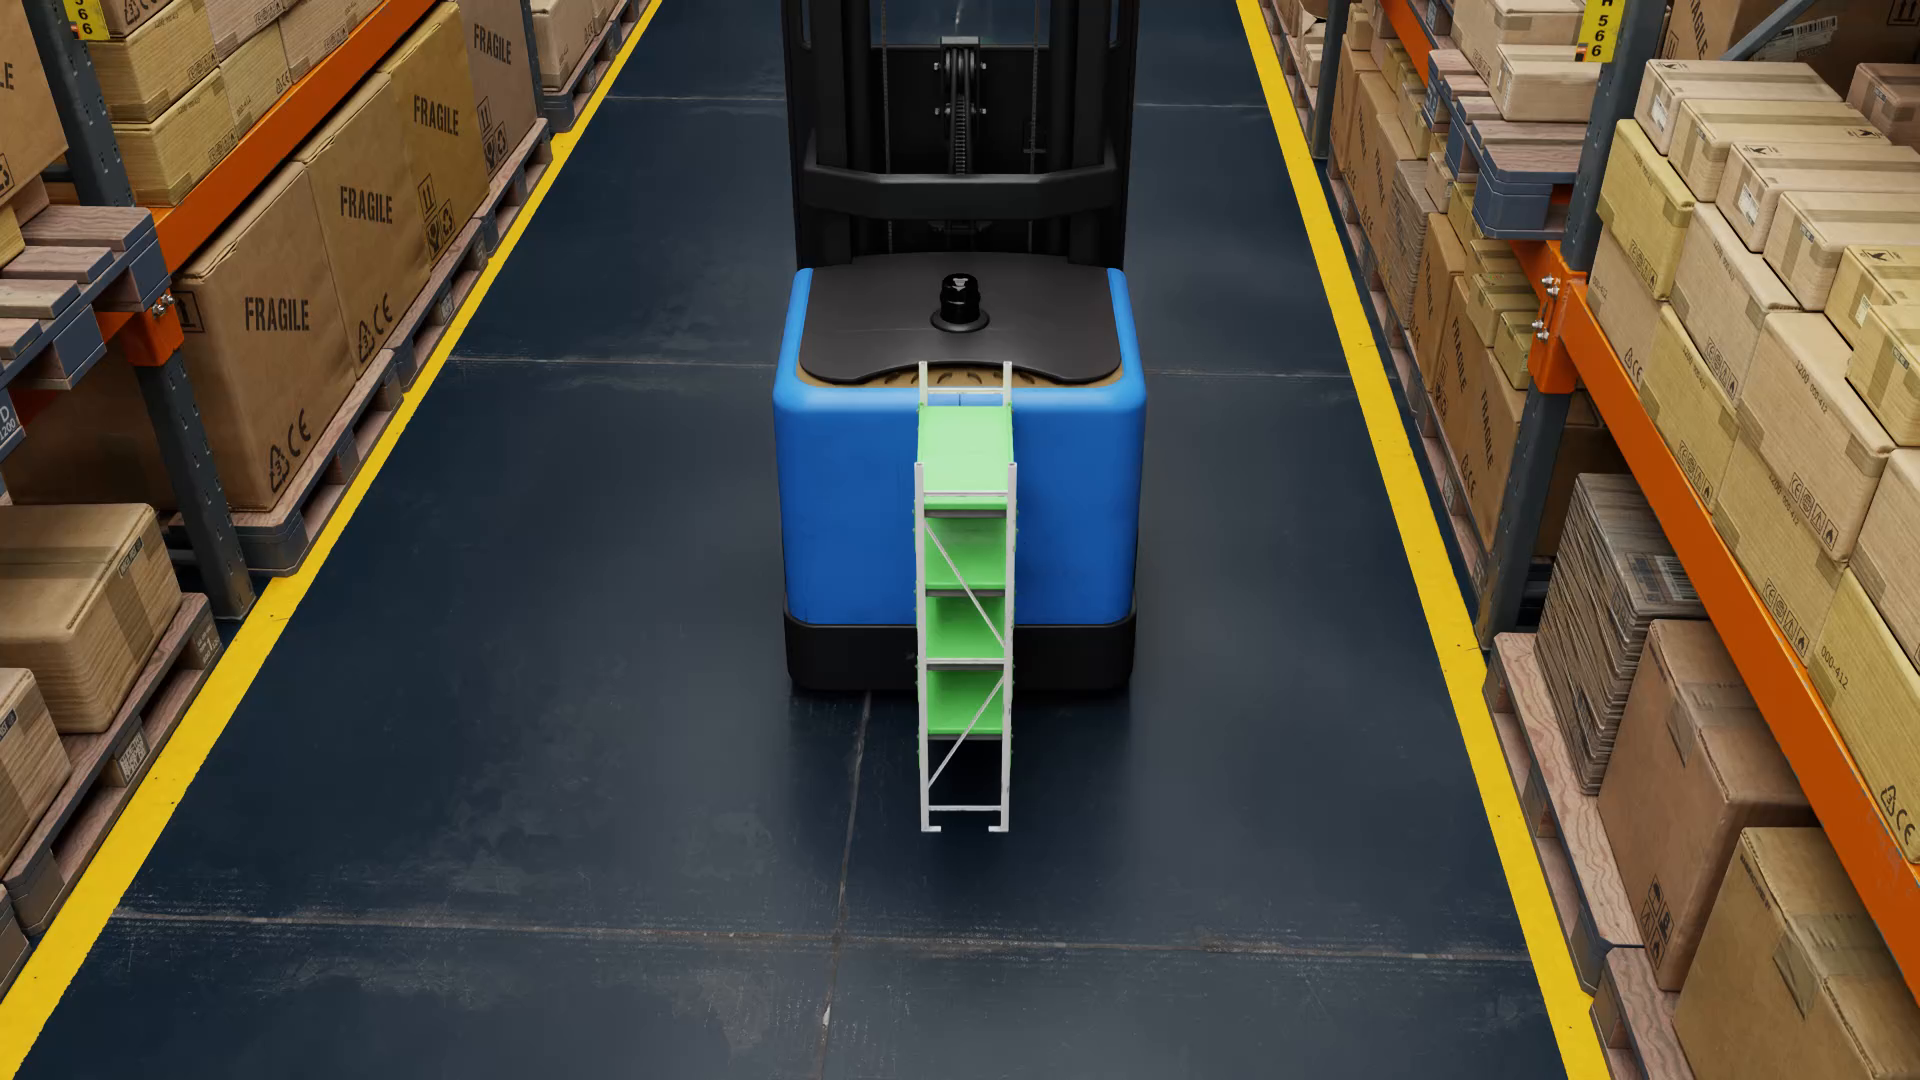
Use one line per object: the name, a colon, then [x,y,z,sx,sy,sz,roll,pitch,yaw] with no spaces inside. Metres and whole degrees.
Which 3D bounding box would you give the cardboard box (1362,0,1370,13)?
cardboard box: [2.087,-2.527,7.723,0.380,0.149,0.250,1,35,1]

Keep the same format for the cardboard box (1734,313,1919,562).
cardboard box: [1.824,-0.200,3.121,0.500,0.250,0.500,0,35,1]

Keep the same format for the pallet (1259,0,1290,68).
pallet: [2.382,-3.148,10.047,1.003,0.211,1.213,1,35,2]

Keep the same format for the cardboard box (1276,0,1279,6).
cardboard box: [2.154,-3.499,9.928,0.500,0.500,0.500,2,35,3]

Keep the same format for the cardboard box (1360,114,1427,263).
cardboard box: [2.027,-1.476,7.050,0.500,0.500,0.500,0,35,0]

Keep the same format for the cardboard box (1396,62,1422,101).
cardboard box: [2.097,-1.940,7.147,0.380,0.149,0.250,1,35,1]

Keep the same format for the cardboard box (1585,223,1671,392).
cardboard box: [1.884,-0.583,4.102,0.500,0.250,0.500,1,35,2]

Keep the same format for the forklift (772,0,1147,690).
forklift: [0.000,-1.561,5.423,1.130,2.935,3.031,0,35,0]

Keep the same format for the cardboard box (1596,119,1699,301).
cardboard box: [1.860,-0.788,3.959,0.500,0.250,0.500,1,35,2]

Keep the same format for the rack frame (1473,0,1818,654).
rack frame: [2.146,-0.894,4.413,1.000,3.000,0.127,1,35,2]

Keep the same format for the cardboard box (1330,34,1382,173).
cardboard box: [2.063,-2.069,7.893,0.500,0.500,0.500,3,35,4]

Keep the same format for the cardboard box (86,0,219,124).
cardboard box: [-2.546,-1.435,4.879,0.500,0.250,0.500,1,35,2]

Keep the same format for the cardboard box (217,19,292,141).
cardboard box: [-2.539,-1.516,5.429,0.500,0.250,0.500,0,35,1]

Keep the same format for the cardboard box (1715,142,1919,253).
cardboard box: [1.845,-0.722,3.518,0.380,0.149,0.250,2,35,3]

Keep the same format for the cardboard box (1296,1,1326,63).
cardboard box: [2.050,-2.777,9.106,0.396,0.266,0.258,3,35,4]

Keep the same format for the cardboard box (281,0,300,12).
cardboard box: [-2.492,-2.018,5.708,0.500,0.250,0.500,1,35,2]

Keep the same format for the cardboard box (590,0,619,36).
cardboard box: [-2.485,-3.301,9.701,0.875,0.438,0.875,0,35,0]

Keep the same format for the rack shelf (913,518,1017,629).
rack shelf: [0.014,0.028,4.360,0.258,0.148,0.480,0,35,0]

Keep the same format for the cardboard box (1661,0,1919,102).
cardboard box: [2.323,-1.399,4.680,0.500,0.500,0.500,3,35,4]

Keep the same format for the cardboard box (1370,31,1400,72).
cardboard box: [2.093,-2.246,7.581,0.380,0.149,0.250,0,35,1]

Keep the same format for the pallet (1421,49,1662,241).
pallet: [2.104,-1.207,5.025,1.213,0.211,1.003,1,35,2]

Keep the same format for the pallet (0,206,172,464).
pallet: [-2.736,-0.516,4.043,1.213,0.211,1.003,1,35,2]

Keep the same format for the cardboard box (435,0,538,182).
cardboard box: [-2.598,-2.249,7.824,0.875,0.875,0.875,2,35,3]

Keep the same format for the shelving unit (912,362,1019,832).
shelving unit: [0.014,0.172,4.461,0.258,1.200,0.503,0,35,0]

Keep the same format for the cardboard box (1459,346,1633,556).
cardboard box: [1.949,-0.291,5.364,0.500,0.500,0.500,2,35,3]

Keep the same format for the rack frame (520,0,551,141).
rack frame: [-2.653,-3.305,7.843,1.000,3.000,0.127,1,35,2]

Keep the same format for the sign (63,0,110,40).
sign: [-2.271,-1.441,4.253,0.100,0.325,0.005,1,35,2]

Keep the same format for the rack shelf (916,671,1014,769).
rack shelf: [0.014,0.421,4.636,0.258,0.148,0.480,0,35,0]

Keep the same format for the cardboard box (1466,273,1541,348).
cardboard box: [1.893,-0.756,5.461,0.380,0.149,0.250,0,35,-1]

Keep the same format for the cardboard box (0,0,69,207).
cardboard box: [-2.554,-1.073,3.958,0.500,0.500,0.500,0,35,1]

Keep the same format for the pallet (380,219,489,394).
pallet: [-2.655,-1.016,7.012,1.003,0.211,1.213,1,35,2]

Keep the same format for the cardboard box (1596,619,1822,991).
cardboard box: [2.089,0.639,3.932,0.875,0.625,0.625,2,35,3]

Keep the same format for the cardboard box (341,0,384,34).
cardboard box: [-2.496,-2.101,6.261,0.500,0.250,0.500,1,35,2]

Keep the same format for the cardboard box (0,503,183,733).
cardboard box: [-2.846,0.221,4.747,0.950,0.372,0.625,-1,35,-1]

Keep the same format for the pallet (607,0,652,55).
pallet: [-2.498,-3.302,10.264,1.003,0.211,1.213,1,35,2]

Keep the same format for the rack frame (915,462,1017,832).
rack frame: [0.013,0.312,4.262,0.240,1.200,0.015,0,35,0]

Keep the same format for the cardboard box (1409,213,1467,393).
cardboard box: [1.998,-0.879,6.201,0.500,0.500,0.500,3,35,4]

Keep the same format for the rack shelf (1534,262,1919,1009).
rack shelf: [2.066,0.549,2.985,1.077,0.370,4.000,1,35,2]

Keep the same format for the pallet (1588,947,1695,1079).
pallet: [2.023,1.418,3.549,1.003,0.211,1.213,1,35,2]

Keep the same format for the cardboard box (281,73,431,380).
cardboard box: [-2.663,-1.216,6.355,0.875,0.875,0.875,2,35,2]

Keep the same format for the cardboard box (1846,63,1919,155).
cardboard box: [2.336,-1.009,3.926,0.380,0.149,0.250,2,35,3]

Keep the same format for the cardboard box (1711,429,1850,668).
cardboard box: [1.846,0.002,3.269,0.500,0.250,0.500,0,35,0]

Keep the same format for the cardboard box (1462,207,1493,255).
cardboard box: [2.004,-1.057,5.889,0.380,0.149,0.250,2,35,3]

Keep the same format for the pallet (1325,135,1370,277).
pallet: [2.312,-1.583,7.819,1.003,0.211,1.213,1,35,2]

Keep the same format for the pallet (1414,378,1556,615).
pallet: [2.214,-0.181,5.824,1.003,0.211,1.213,1,35,2]

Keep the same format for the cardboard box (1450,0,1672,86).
cardboard box: [1.865,-1.618,5.209,0.500,0.250,0.500,0,35,0]

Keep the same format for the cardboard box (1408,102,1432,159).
cardboard box: [2.037,-1.655,6.741,0.380,0.149,0.250,3,35,4]

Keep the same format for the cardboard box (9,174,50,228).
cardboard box: [-2.591,-0.882,4.249,0.380,0.149,0.250,3,35,4]

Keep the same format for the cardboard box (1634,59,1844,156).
cardboard box: [1.839,-1.024,3.947,0.380,0.149,0.250,2,35,3]

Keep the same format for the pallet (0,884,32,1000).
pallet: [-2.898,1.282,3.742,1.003,0.211,1.213,1,35,2]

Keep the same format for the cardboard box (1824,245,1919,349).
cardboard box: [1.867,-0.427,3.098,0.380,0.149,0.250,2,35,2]

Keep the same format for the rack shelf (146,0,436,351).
rack shelf: [-2.733,-1.861,6.415,1.077,0.370,4.000,1,35,2]

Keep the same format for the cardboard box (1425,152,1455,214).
cardboard box: [1.995,-1.359,6.320,0.380,0.149,0.250,0,35,0]
